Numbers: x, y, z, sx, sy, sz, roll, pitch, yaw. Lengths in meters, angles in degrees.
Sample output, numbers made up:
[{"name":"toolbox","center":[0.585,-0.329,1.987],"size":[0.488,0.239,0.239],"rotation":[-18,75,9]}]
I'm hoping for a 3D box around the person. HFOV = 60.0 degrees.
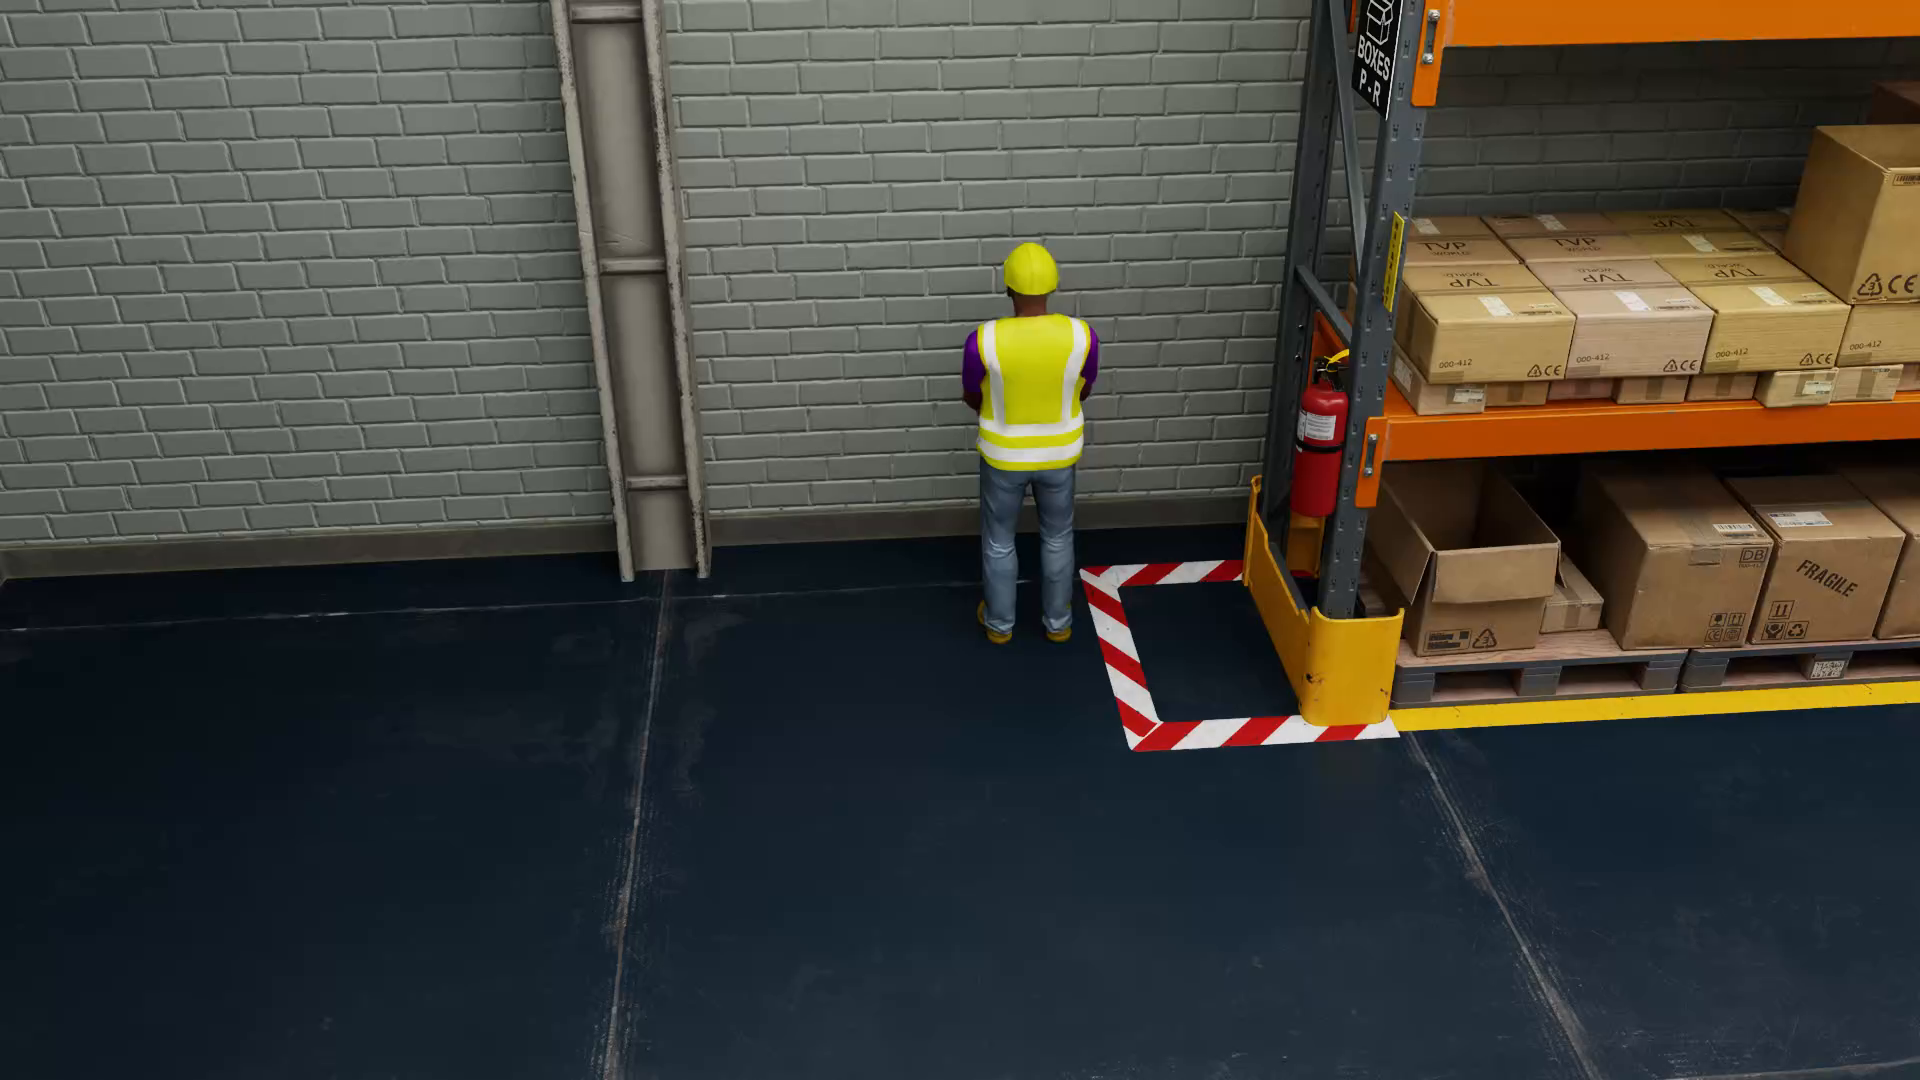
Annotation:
[{"name":"person","center":[0.263,-0.372,6.741],"size":[0.627,1.755,0.462],"rotation":[-4,31,-7]}]
